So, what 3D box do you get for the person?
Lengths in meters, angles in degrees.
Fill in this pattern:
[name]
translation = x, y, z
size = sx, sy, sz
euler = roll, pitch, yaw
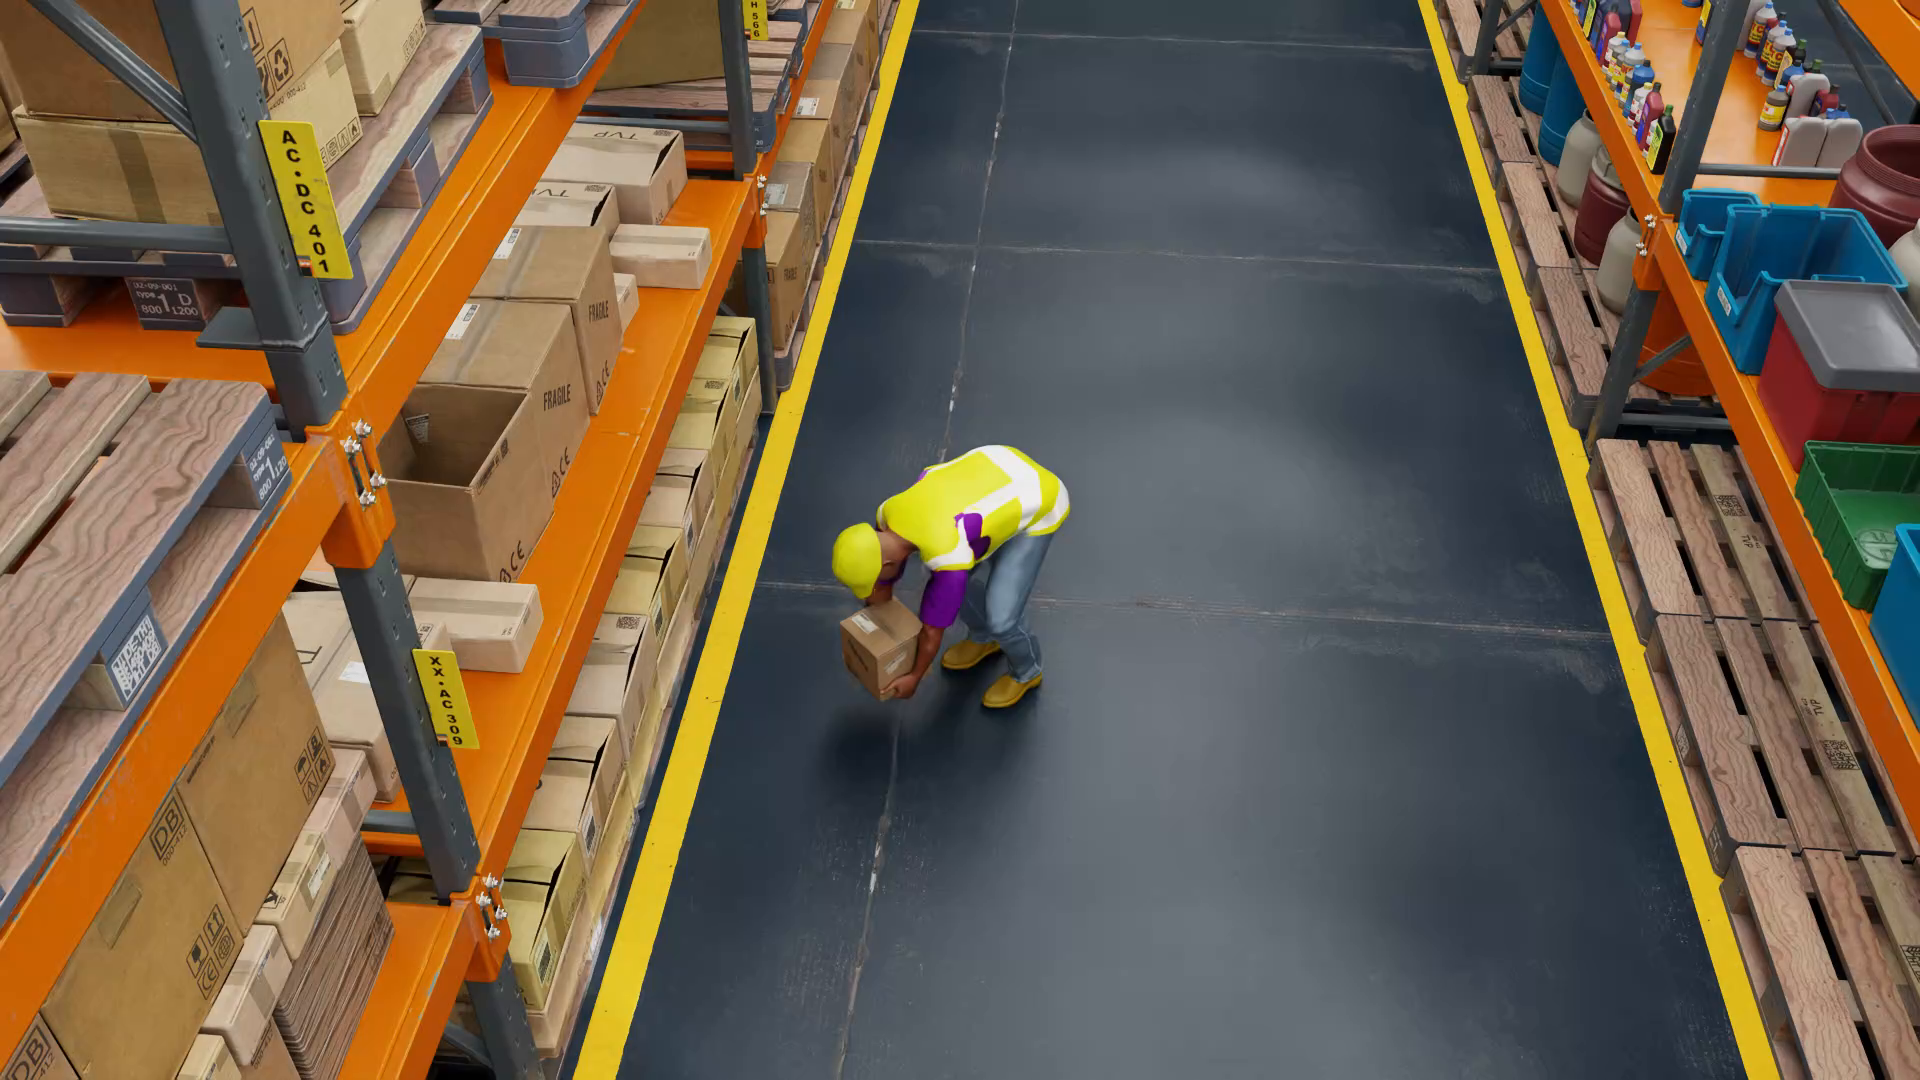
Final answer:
[person]
translation = 0.124, -0.136, 6.286
size = 0.577, 1.765, 0.666
euler = -26, 46, -28
